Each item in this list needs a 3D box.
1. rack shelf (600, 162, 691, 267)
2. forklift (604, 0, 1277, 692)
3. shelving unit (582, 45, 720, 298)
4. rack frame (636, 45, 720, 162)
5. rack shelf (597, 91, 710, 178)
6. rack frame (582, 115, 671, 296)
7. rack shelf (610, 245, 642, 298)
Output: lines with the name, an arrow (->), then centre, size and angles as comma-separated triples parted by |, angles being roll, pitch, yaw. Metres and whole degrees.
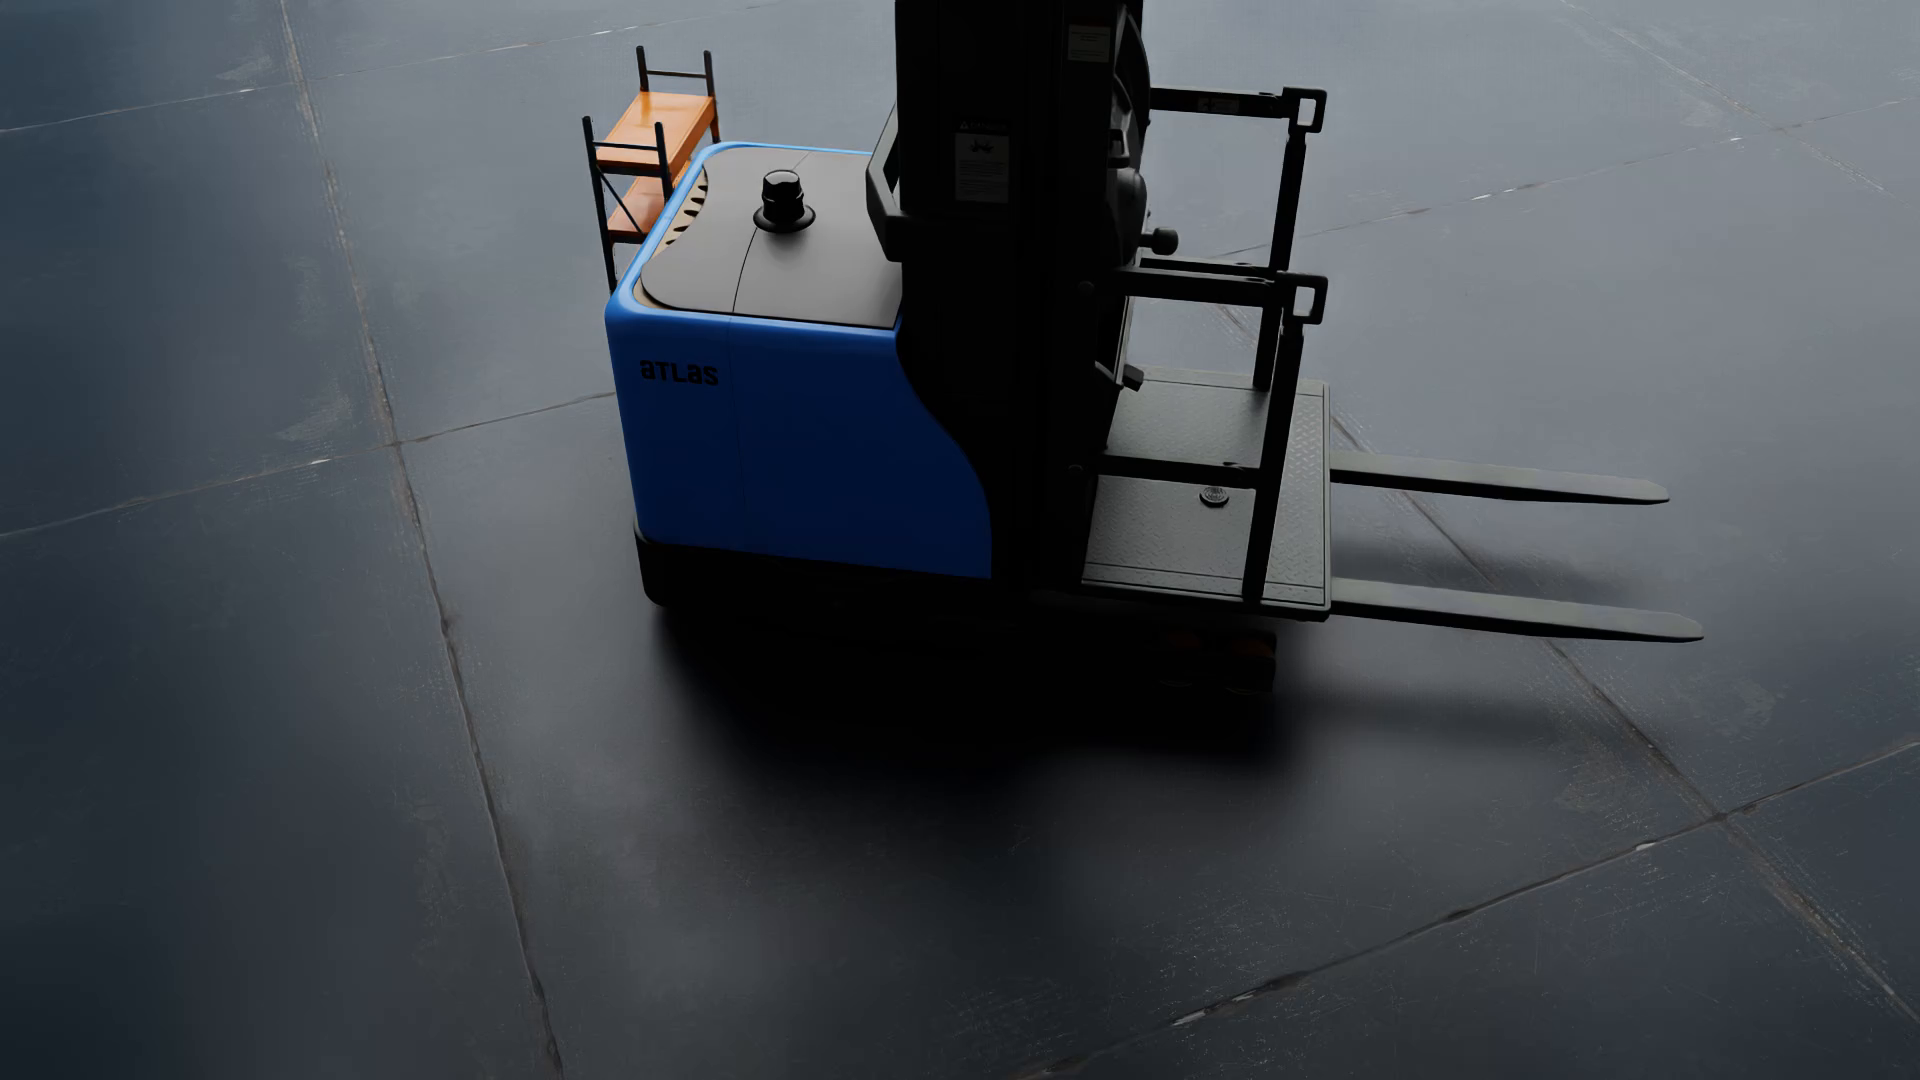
rack shelf -> -0.938, -1.040, 5.299 | 0.258, 0.148, 0.480 | 7, 41, 8
forklift -> 0.077, -1.079, 4.306 | 1.939, 2.867, 1.129 | 6, 41, 7
shelving unit -> -5.728, -9.398, 14.684 | 14.109, 1.972, 23.557 | 7, 41, 8
rack frame -> -0.894, -1.078, 5.583 | 0.240, 1.200, 0.015 | 7, 41, 8
rack shelf -> -0.938, -1.249, 5.119 | 0.221, 0.050, 0.457 | 7, 41, 8
rack frame -> -0.980, -0.765, 5.219 | 0.240, 1.200, 0.015 | 7, 41, 8
rack shelf -> -5.727, -9.576, 14.539 | 14.109, 1.513, 23.546 | 7, 41, 8
